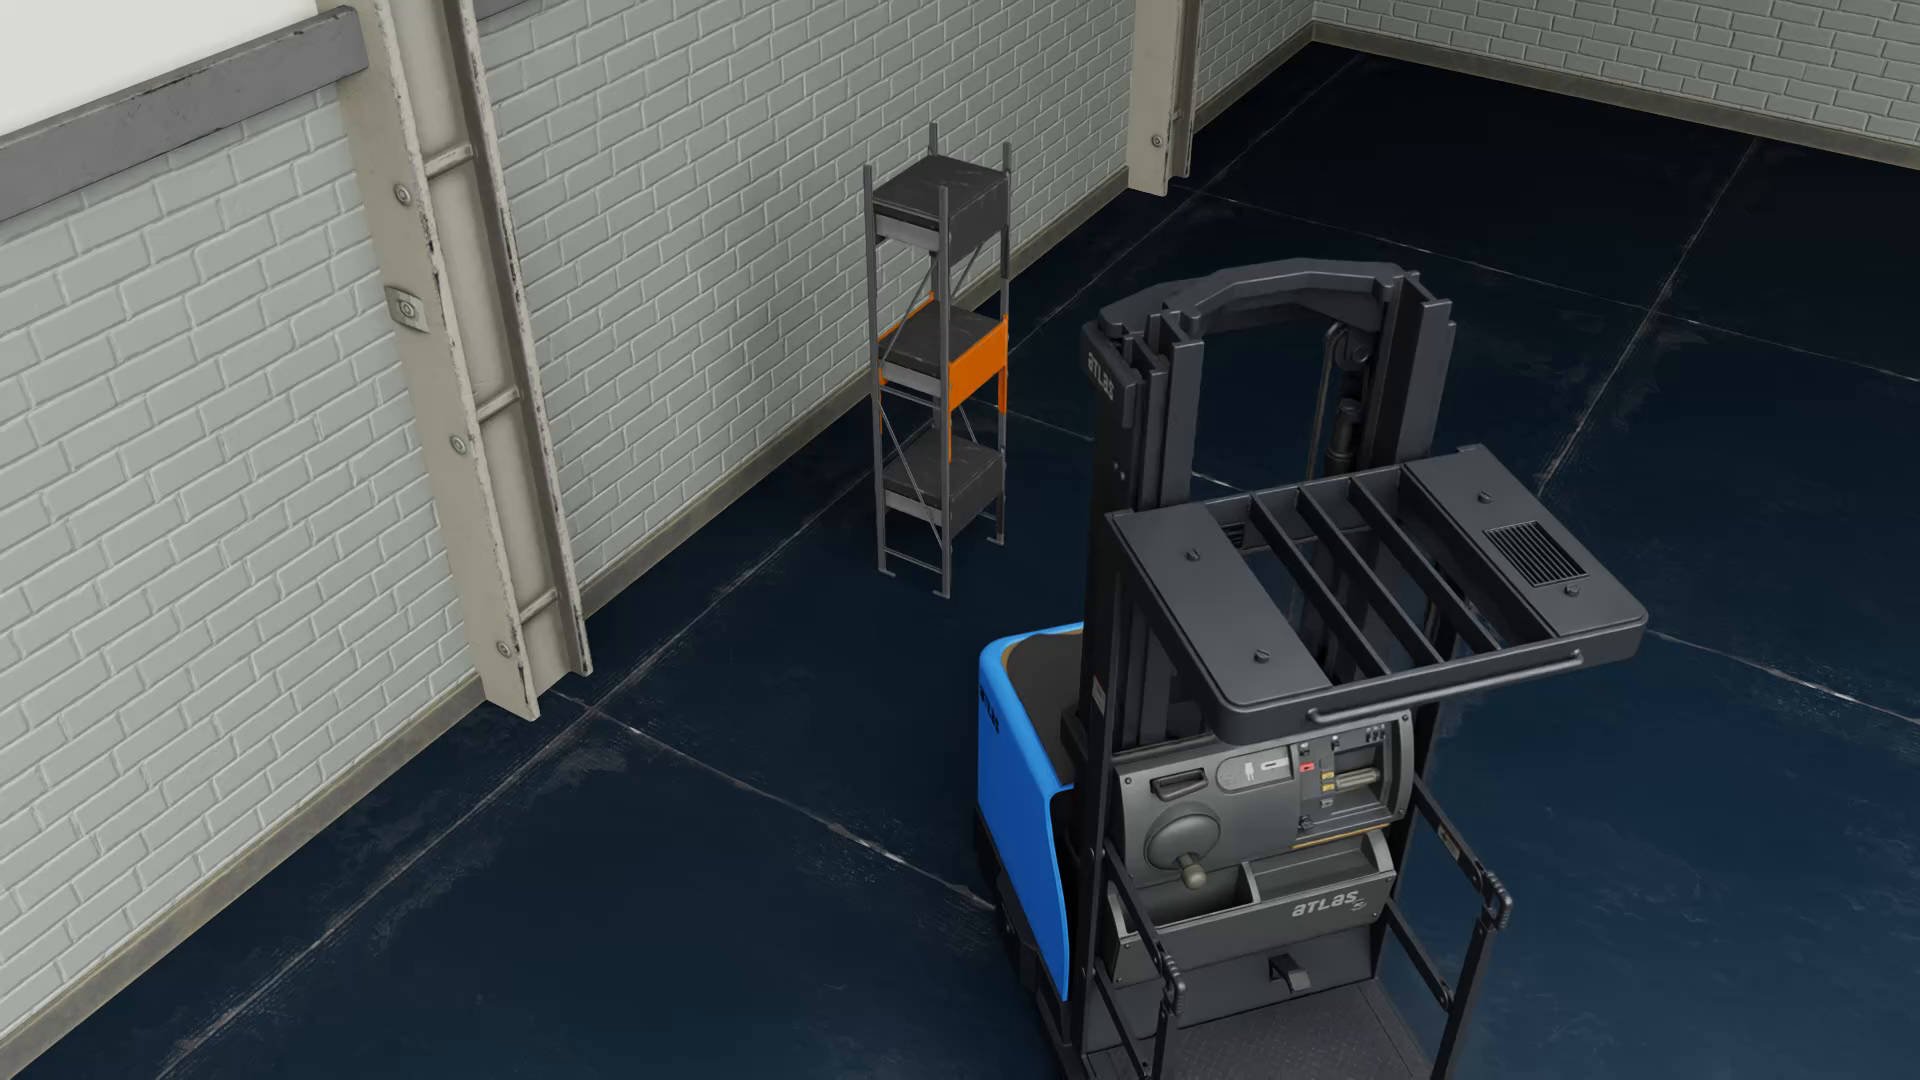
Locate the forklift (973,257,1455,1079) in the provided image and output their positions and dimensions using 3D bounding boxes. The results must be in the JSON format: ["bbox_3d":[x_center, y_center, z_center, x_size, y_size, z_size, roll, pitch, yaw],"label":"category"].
[{"bbox_3d":[0.970,0.827,4.716,1.130,2.935,3.031,-11,39,-13],"label":"forklift"}]

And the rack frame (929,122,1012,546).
[{"bbox_3d":[0.042,-0.872,7.601,0.400,2.100,0.015,21,42,25],"label":"rack frame"}]

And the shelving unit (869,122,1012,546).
[{"bbox_3d":[-0.086,-0.749,7.442,0.431,2.100,0.492,21,42,25],"label":"shelving unit"}]

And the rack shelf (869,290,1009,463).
[{"bbox_3d":[-0.089,-0.735,7.446,0.431,0.518,0.480,21,42,25],"label":"rack shelf"}]

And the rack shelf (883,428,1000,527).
[{"bbox_3d":[-0.089,-0.289,7.790,0.368,0.174,0.457,21,42,25],"label":"rack shelf"}]

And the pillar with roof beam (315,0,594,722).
[{"bbox_3d":[1.765,-1.523,2.794,9.100,9.000,0.400,21,42,25],"label":"pillar with roof beam"}]

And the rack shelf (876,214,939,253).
[{"bbox_3d":[-0.089,-1.369,6.958,0.332,0.100,0.442,21,42,25],"label":"rack shelf"}]
